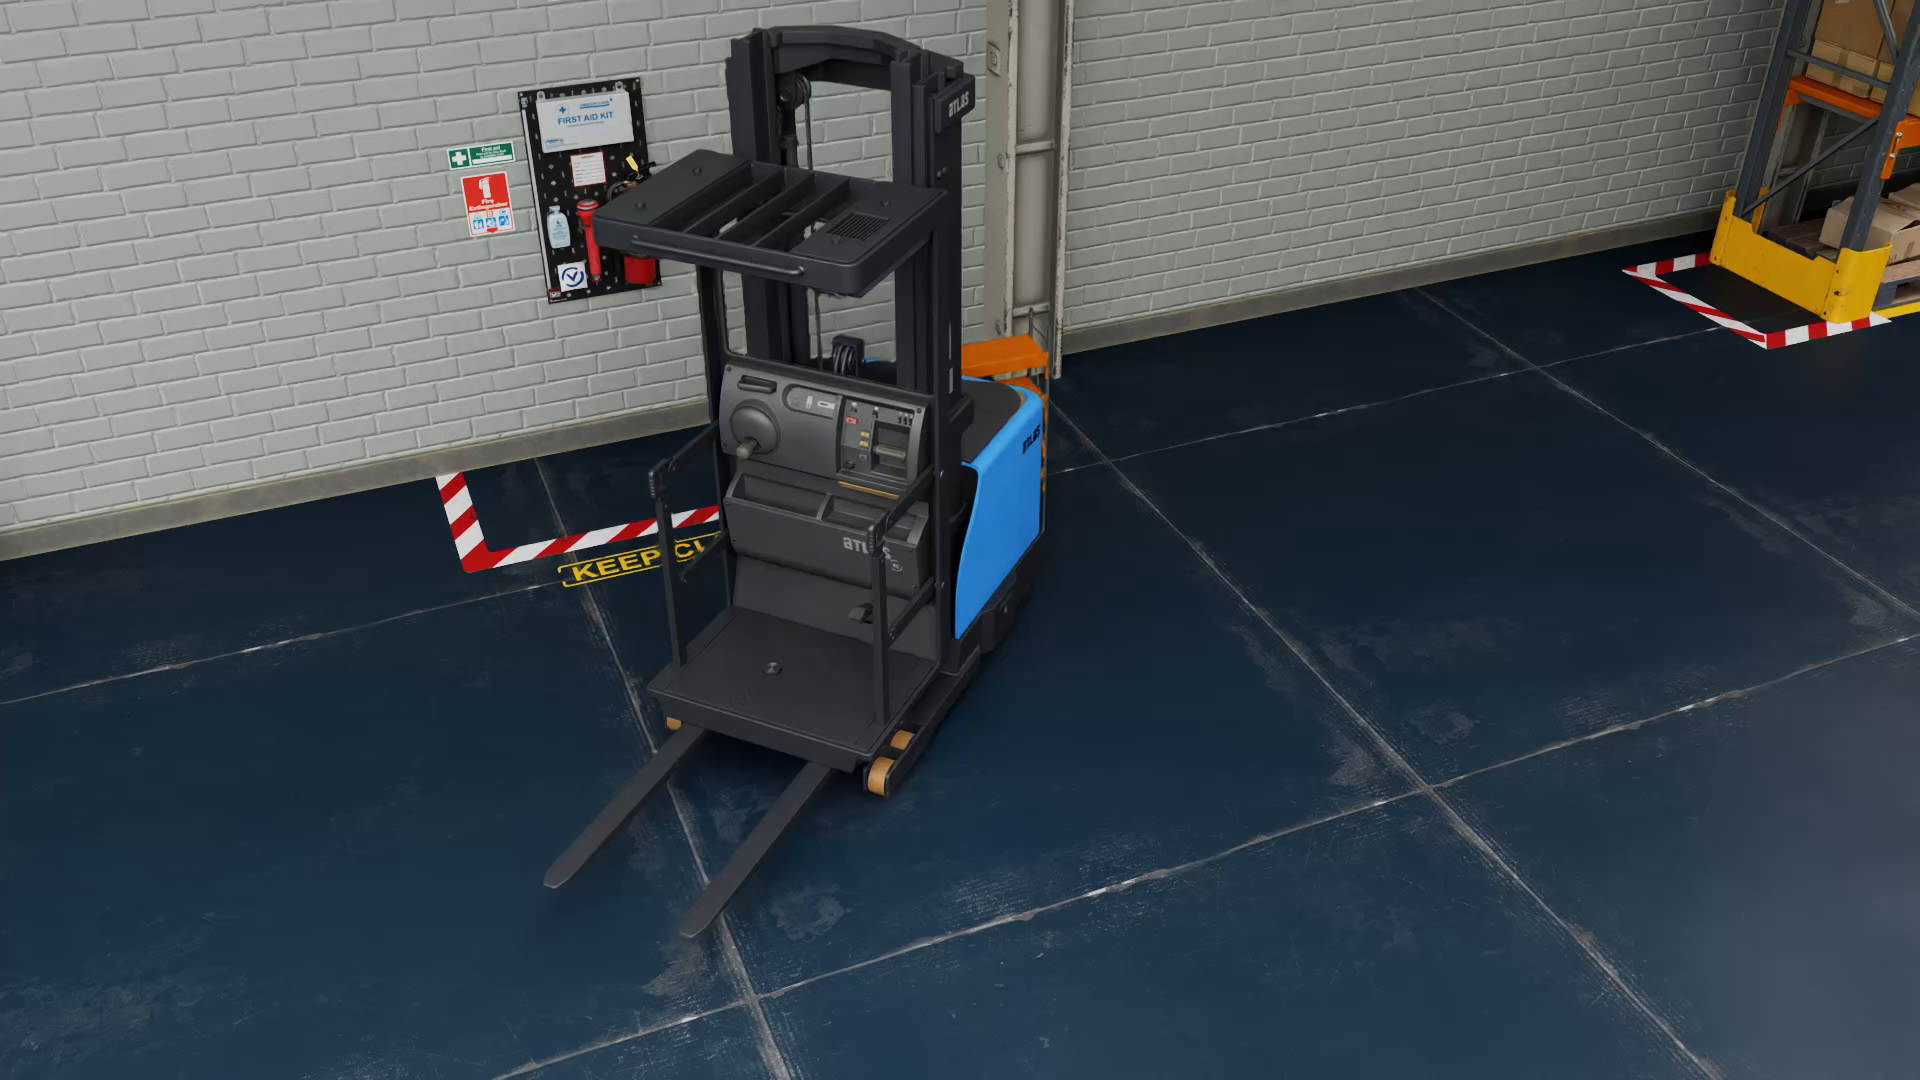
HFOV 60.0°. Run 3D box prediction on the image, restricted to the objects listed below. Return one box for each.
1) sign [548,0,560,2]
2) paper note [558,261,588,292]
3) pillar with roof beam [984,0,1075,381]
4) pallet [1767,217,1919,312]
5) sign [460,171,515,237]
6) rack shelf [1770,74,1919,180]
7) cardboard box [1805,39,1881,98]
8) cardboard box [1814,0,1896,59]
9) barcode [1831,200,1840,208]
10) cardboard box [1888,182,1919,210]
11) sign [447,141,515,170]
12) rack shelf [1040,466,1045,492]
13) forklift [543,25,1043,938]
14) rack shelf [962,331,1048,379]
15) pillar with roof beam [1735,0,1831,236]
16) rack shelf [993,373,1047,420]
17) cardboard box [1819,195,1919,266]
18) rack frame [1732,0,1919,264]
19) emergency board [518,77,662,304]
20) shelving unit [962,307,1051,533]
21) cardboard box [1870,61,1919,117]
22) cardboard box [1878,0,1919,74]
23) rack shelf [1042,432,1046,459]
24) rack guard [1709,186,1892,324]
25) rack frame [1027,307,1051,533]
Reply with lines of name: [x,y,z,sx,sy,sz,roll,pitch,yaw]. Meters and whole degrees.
sign: [-1.952,-2.818,8.205,0.199,0.298,0.001,-13,35,-19]
paper note: [-2.096,-1.426,8.999,0.142,0.148,0.016,-13,35,-19]
pillar with roof beam: [2.054,-2.650,4.572,0.400,9.000,9.100,-13,35,-19]
pallet: [6.442,-1.985,11.608,1.213,0.211,1.003,-13,35,-19]
sign: [-2.455,-1.748,8.653,0.234,0.329,0.001,-13,35,-19]
rack shelf: [7.453,-3.105,11.431,4.000,0.370,1.077,-13,35,-19]
cardboard box: [5.965,-3.126,10.923,0.500,0.250,0.500,-12,35,-18]
cardboard box: [5.962,-3.450,10.734,0.500,0.500,0.500,-13,35,-19]
barcode: [6.144,-2.351,11.667,0.075,0.075,0.001,-13,35,-19]
cardboard box: [6.808,-2.263,11.539,0.500,0.311,0.500,-10,34,-15]
sign: [-2.448,-1.966,8.503,0.331,0.109,0.001,-13,35,-19]
rack shelf: [0.169,-0.331,8.646,0.480,0.148,0.258,-12,35,-18]
forklift: [-0.661,-0.410,6.693,1.130,2.935,3.031,14,36,20]
rack shelf: [0.169,-0.884,8.287,0.480,0.148,0.258,-12,35,-18]
pillar with roof beam: [7.586,-3.917,6.519,0.400,9.000,9.100,-13,35,-19]
rack shelf: [0.169,-0.685,8.416,0.480,0.148,0.258,-12,35,-18]
cardboard box: [6.282,-2.142,11.354,0.500,0.311,0.500,-17,37,-24]
rack frame: [5.609,-2.984,10.586,0.127,3.000,1.000,-13,35,-19]
emergency board: [-1.906,-1.798,8.762,0.643,1.169,0.194,-13,35,-19]
shelving unit: [0.169,-0.554,8.502,0.503,1.200,0.258,-12,35,-18]
cardboard box: [6.182,-2.873,10.534,0.500,0.250,0.500,-14,36,-20]
cardboard box: [6.166,-3.194,10.340,0.500,0.500,0.500,-13,35,-19]
rack shelf: [0.169,-0.498,8.538,0.480,0.148,0.258,-12,35,-18]
rack guard: [5.679,-1.953,11.292,0.348,0.500,1.175,-13,35,-19]
rack frame: [0.397,-0.603,8.576,0.015,1.200,0.240,-12,35,-18]
